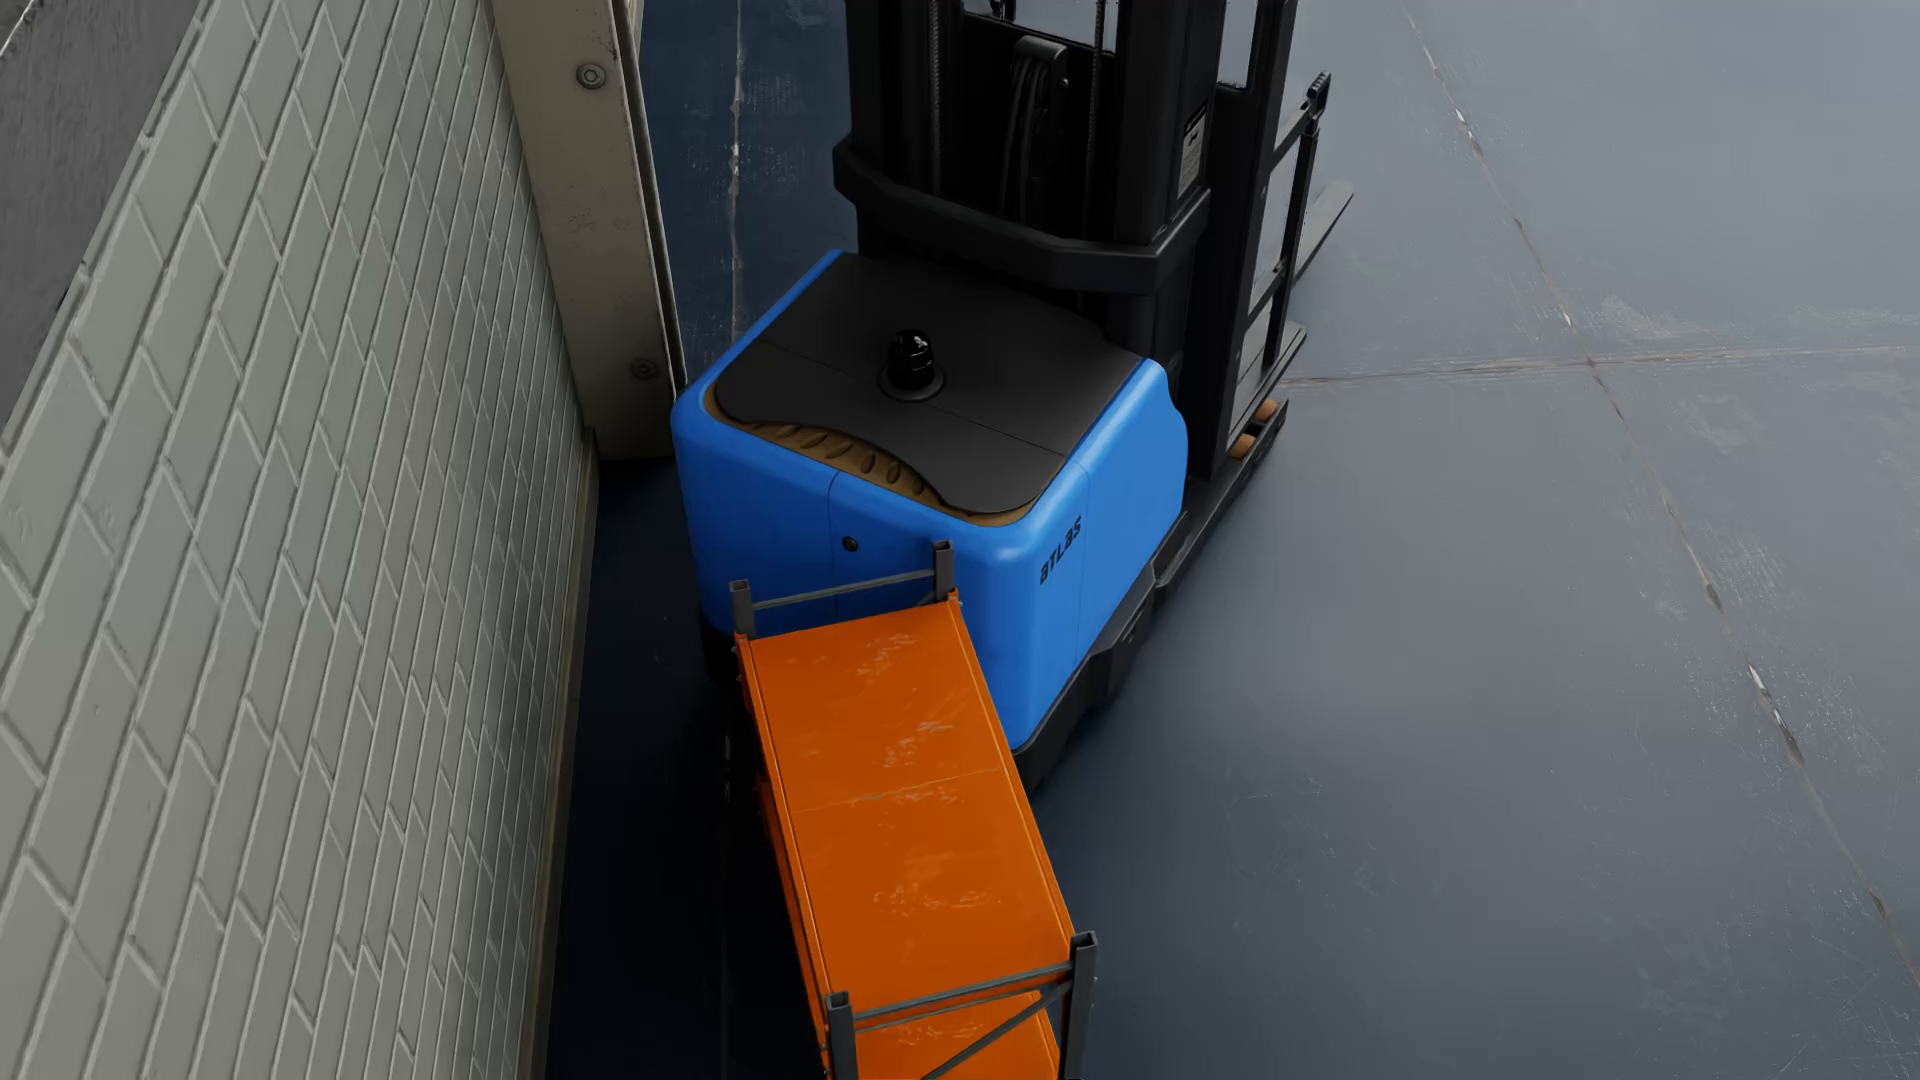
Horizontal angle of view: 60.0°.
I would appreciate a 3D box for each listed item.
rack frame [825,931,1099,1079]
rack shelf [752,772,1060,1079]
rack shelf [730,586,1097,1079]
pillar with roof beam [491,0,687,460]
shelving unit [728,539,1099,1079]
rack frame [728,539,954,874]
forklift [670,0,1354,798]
[{"bbox_3d":[0.006,1.155,3.381,0.500,1.125,0.032,-11,48,-10],"label":"rack frame"},{"bbox_3d":[-0.126,0.967,3.897,0.538,0.278,1.000,-11,48,-10],"label":"rack shelf"},{"bbox_3d":[-0.126,0.597,3.506,0.538,0.278,1.000,-11,48,-10],"label":"rack shelf"},{"bbox_3d":[3.203,-3.771,2.624,9.100,9.000,0.400,-3,47,-3],"label":"pillar with roof beam"},{"bbox_3d":[-0.126,0.799,3.719,0.538,1.125,1.048,-11,48,-10],"label":"shelving unit"},{"bbox_3d":[-0.258,0.442,4.057,0.500,1.125,0.032,-11,48,-10],"label":"rack frame"},{"bbox_3d":[0.431,-1.347,4.507,1.130,2.935,3.031,22,51,20],"label":"forklift"}]
